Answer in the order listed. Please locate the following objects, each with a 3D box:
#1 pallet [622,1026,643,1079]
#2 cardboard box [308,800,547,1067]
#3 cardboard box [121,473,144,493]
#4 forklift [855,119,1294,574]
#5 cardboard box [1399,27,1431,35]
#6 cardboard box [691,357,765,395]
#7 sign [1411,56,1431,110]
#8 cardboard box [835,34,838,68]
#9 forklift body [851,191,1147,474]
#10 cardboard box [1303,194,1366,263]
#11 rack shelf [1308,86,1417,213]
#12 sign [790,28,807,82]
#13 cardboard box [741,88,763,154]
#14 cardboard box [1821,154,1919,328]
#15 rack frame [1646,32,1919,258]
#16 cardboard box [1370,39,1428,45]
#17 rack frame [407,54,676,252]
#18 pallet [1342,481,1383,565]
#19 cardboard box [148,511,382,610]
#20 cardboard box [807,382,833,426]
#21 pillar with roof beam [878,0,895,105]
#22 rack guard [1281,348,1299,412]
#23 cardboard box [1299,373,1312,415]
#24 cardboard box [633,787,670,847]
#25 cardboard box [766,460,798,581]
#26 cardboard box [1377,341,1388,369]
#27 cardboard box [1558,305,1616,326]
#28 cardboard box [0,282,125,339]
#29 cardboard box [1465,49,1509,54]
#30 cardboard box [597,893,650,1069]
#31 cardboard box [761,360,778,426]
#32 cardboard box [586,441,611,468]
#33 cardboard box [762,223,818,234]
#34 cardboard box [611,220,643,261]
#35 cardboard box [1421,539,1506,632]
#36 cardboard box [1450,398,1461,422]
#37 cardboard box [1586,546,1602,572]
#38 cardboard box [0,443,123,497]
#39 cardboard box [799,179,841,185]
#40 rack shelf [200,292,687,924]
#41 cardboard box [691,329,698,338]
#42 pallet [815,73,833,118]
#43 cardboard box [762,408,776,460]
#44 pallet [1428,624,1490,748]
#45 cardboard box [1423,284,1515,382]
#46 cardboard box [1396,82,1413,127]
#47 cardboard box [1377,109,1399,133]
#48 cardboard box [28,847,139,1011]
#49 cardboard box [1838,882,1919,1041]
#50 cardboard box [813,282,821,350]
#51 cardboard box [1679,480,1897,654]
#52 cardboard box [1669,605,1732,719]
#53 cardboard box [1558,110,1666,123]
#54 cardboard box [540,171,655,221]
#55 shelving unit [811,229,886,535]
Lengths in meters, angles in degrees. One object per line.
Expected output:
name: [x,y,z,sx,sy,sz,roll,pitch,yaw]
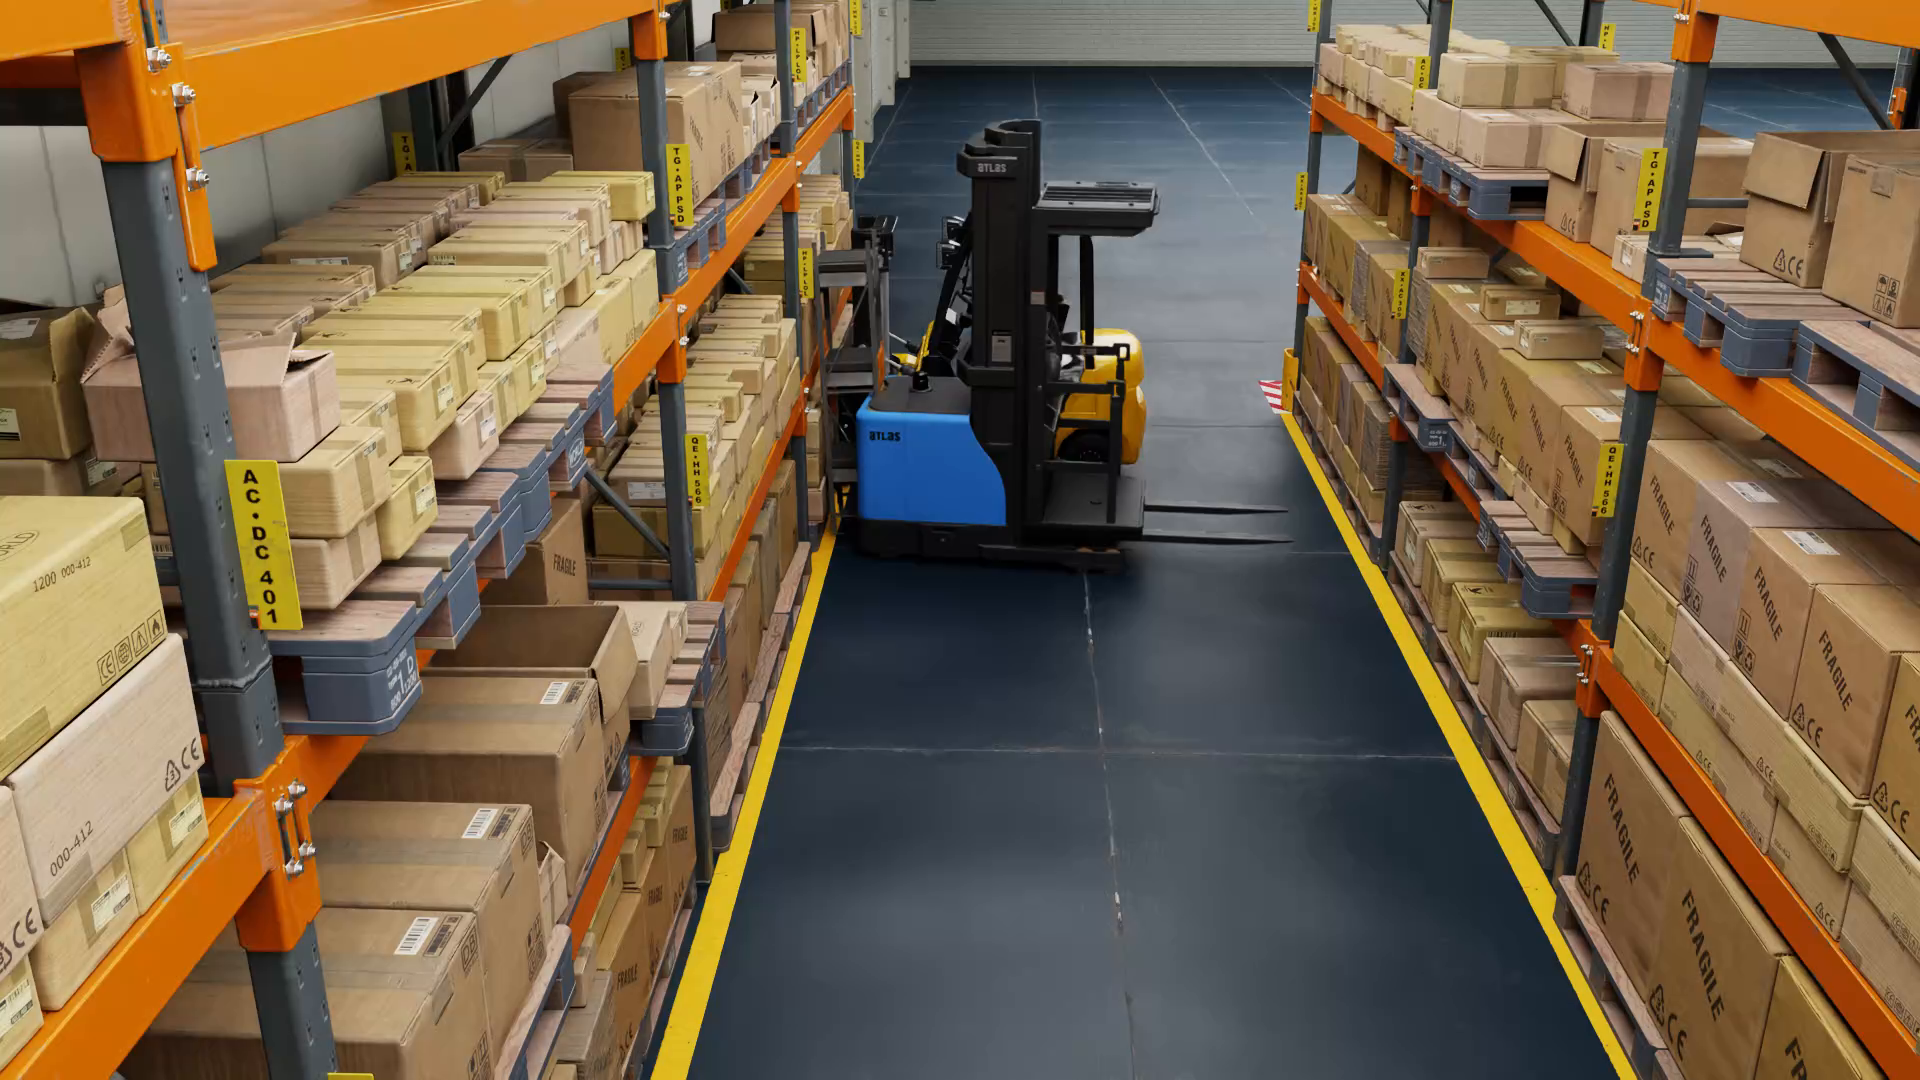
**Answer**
pallet: [-1.776,2.211,6.039,1.003,0.211,1.213,1,21,2]
cardboard box: [-1.543,1.046,4.468,0.700,0.500,0.500,1,21,2]
cardboard box: [-1.875,-0.076,3.560,0.380,0.149,0.250,1,21,3]
forklift: [0.828,-1.339,11.428,3.031,2.935,1.130,3,21,7]
cardboard box: [3.768,-4.072,13.476,0.380,0.149,0.250,1,21,3]
cardboard box: [-1.282,-0.909,9.189,0.380,0.149,0.250,0,21,0]
sign: [2.865,-2.834,10.325,0.100,0.325,0.005,1,21,2]
cardboard box: [-1.162,-3.874,13.188,0.396,0.266,0.258,1,21,2]
forklift body: [0.333,-1.590,13.152,2.313,2.155,1.214,1,21,2]
cardboard box: [3.237,-2.655,14.175,0.500,0.500,0.500,0,21,1]
rack shelf: [3.468,-2.978,12.404,1.077,0.370,4.000,1,21,2]
sign: [-1.011,-3.028,10.391,0.100,0.325,0.005,1,21,2]
cardboard box: [-1.356,-2.302,9.073,0.500,0.311,0.500,0,21,0]
cardboard box: [3.446,-1.026,5.661,0.700,0.500,0.500,0,21,-1]
rack frame: [3.286,-2.542,6.140,1.000,3.000,0.127,1,21,2]
cardboard box: [3.237,-3.615,12.296,0.380,0.149,0.250,1,21,3]
rack frame: [-1.676,-2.595,6.278,1.000,3.000,0.127,1,21,2]
pallet: [3.392,-0.135,12.084,1.003,0.211,1.213,1,21,2]
cardboard box: [-1.391,0.021,3.311,0.380,0.149,0.250,1,21,2]
cardboard box: [-1.200,-0.981,12.249,0.500,0.250,0.500,1,21,2]
pillar with roof beam: [2.678,-13.876,35.351,9.100,9.000,0.400,1,21,2]
rack guard: [3.527,-1.445,15.062,1.175,0.500,0.348,1,21,2]
cardboard box: [3.228,-1.263,14.358,0.500,0.250,0.500,0,21,1]
cardboard box: [-1.415,1.149,6.899,0.380,0.149,0.250,0,21,-1]
cardboard box: [-1.559,-0.145,10.957,0.875,0.625,0.625,2,21,4]
cardboard box: [3.113,-1.284,11.539,0.380,0.149,0.250,1,21,3]
cardboard box: [3.587,-1.037,9.425,0.500,0.500,0.500,1,21,3]
cardboard box: [-1.882,-0.415,3.450,0.396,0.266,0.258,1,21,2]
cardboard box: [3.731,-3.329,11.561,0.380,0.149,0.250,0,21,0]
cardboard box: [-1.513,1.696,6.385,0.500,0.500,0.500,2,21,4]
cardboard box: [-1.343,-0.857,9.606,0.500,0.250,0.500,1,21,3]
cardboard box: [-1.903,-0.456,8.023,0.380,0.149,0.250,1,21,2]
cardboard box: [-1.240,-2.218,12.153,0.380,0.149,0.250,0,21,1]
cardboard box: [-1.446,-1.182,6.438,0.380,0.149,0.250,1,21,3]
cardboard box: [3.375,0.288,10.193,0.950,0.372,0.625,2,21,5]
cardboard box: [3.077,-0.788,9.679,0.380,0.149,0.250,1,21,2]
cardboard box: [3.061,0.055,7.507,0.380,0.149,0.250,1,21,4]
cardboard box: [-1.905,-0.124,3.273,0.380,0.149,0.250,0,21,1]
cardboard box: [-1.209,-2.957,14.058,0.380,0.149,0.250,1,21,2]
rack shelf: [-1.737,-0.138,5.087,1.077,0.370,4.000,1,21,2]
cardboard box: [-1.826,-1.227,10.561,0.500,0.250,0.500,0,21,1]
pallet: [-1.514,-3.351,12.493,1.003,0.211,1.213,1,21,2]
cardboard box: [-1.363,-0.629,9.710,0.500,0.250,0.500,1,21,2]
pallet: [3.351,0.832,9.592,1.003,0.211,1.213,1,21,2]
cardboard box: [3.092,-1.225,9.909,0.500,0.500,0.500,1,21,2]
cardboard box: [3.152,-2.822,10.804,0.500,0.250,0.500,0,21,1]
cardboard box: [3.158,-2.962,11.717,0.380,0.149,0.250,1,21,3]
cardboard box: [-1.524,0.588,2.567,0.380,0.149,0.250,1,21,1]
cardboard box: [2.977,1.240,4.895,0.500,0.250,0.500,0,21,0]
cardboard box: [-1.280,-1.637,11.964,0.500,0.500,0.500,1,21,3]
cardboard box: [3.021,0.097,6.111,0.500,0.500,0.500,1,21,2]
cardboard box: [3.007,0.459,6.215,0.500,0.250,0.500,1,21,3]
cardboard box: [3.497,-2.136,8.867,0.500,0.250,0.500,1,21,2]
cardboard box: [-1.391,-1.324,6.393,0.380,0.149,0.250,1,21,3]
shelving unit: [-0.757,-1.117,11.866,0.431,2.100,0.503,-2,19,3]
